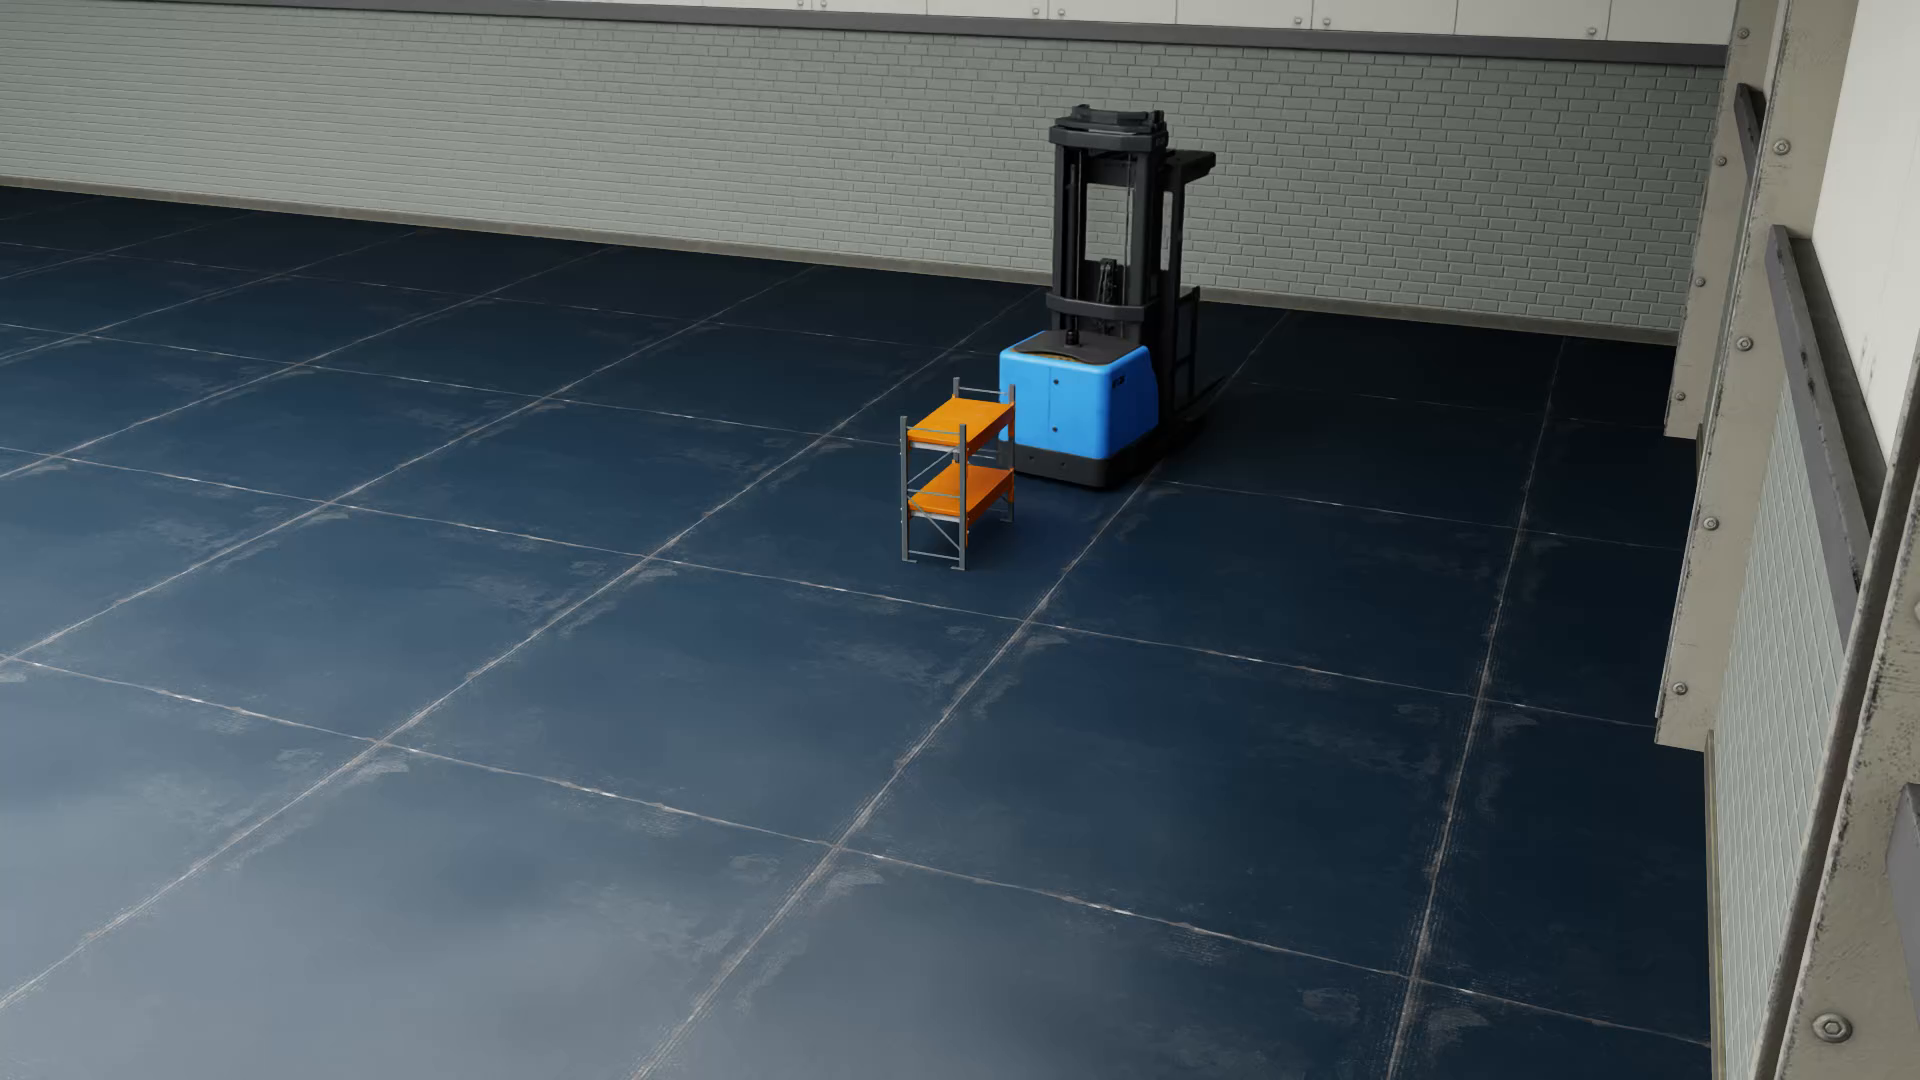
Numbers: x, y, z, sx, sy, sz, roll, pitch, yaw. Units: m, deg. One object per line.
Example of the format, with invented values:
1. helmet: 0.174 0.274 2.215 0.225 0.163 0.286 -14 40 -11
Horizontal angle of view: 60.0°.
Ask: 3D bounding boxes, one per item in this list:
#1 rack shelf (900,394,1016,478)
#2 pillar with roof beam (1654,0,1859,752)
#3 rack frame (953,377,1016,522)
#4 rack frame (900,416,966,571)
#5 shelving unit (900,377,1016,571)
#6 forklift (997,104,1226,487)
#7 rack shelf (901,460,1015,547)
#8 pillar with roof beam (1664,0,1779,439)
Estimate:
1. rack shelf: -0.003 -0.787 12.415 0.538 0.278 1.000 9 24 20
2. pillar with roof beam: 0.340 -3.612 9.721 9.100 9.000 0.400 9 24 20
3. rack frame: 0.186 -0.699 12.963 0.500 1.125 0.032 9 24 20
4. rack frame: -0.191 -0.335 12.092 0.500 1.125 0.032 9 24 20
5. shelving unit: -0.003 -0.517 12.527 0.538 1.125 1.048 9 24 20
6. forklift: 1.498 -2.308 14.473 1.130 2.935 3.031 13 26 28
7. rack shelf: -0.003 -0.291 12.622 0.538 0.278 1.000 9 24 20
8. pillar with roof beam: 2.568 -5.759 14.862 9.100 9.000 0.400 9 24 20
